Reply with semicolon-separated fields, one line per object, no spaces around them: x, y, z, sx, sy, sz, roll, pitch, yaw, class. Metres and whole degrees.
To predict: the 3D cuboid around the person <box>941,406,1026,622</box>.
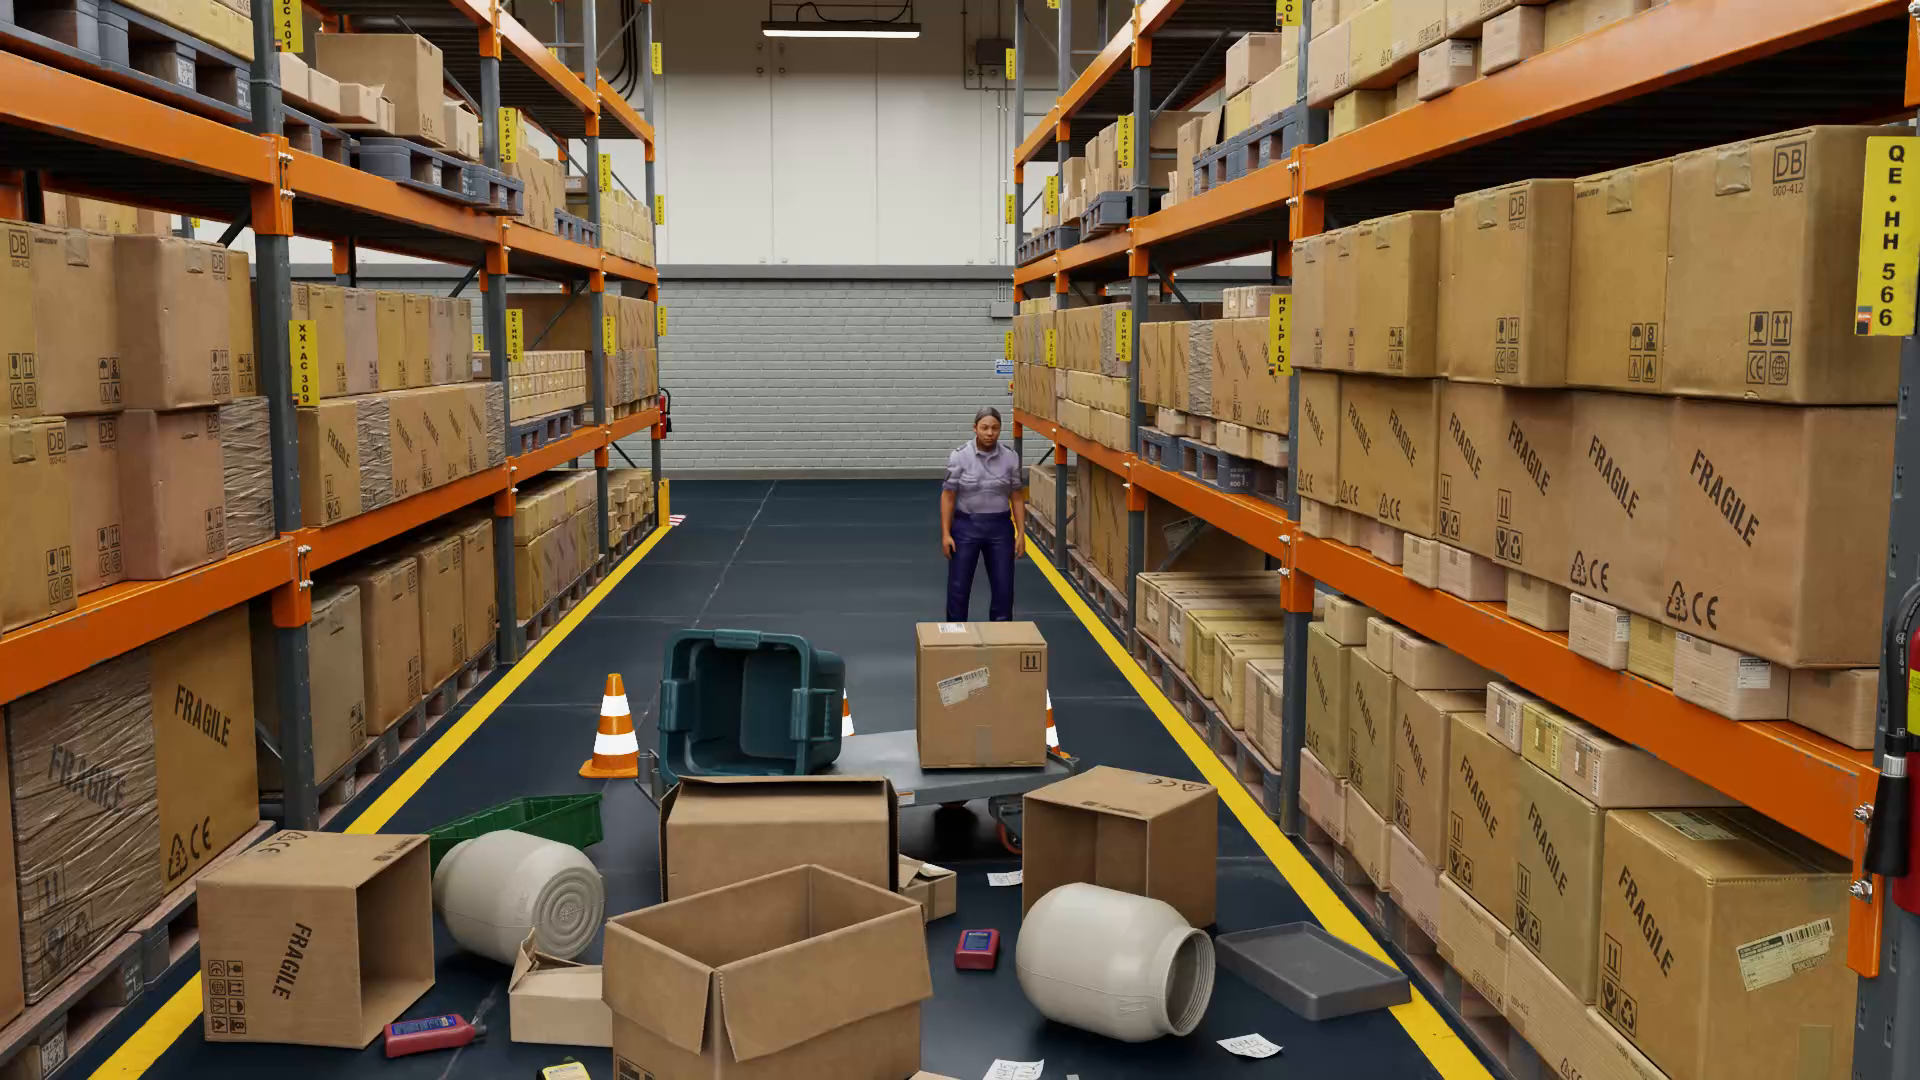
0.133;-0.006;10.333;0.559;1.652;0.341;-1;7;-8;person
